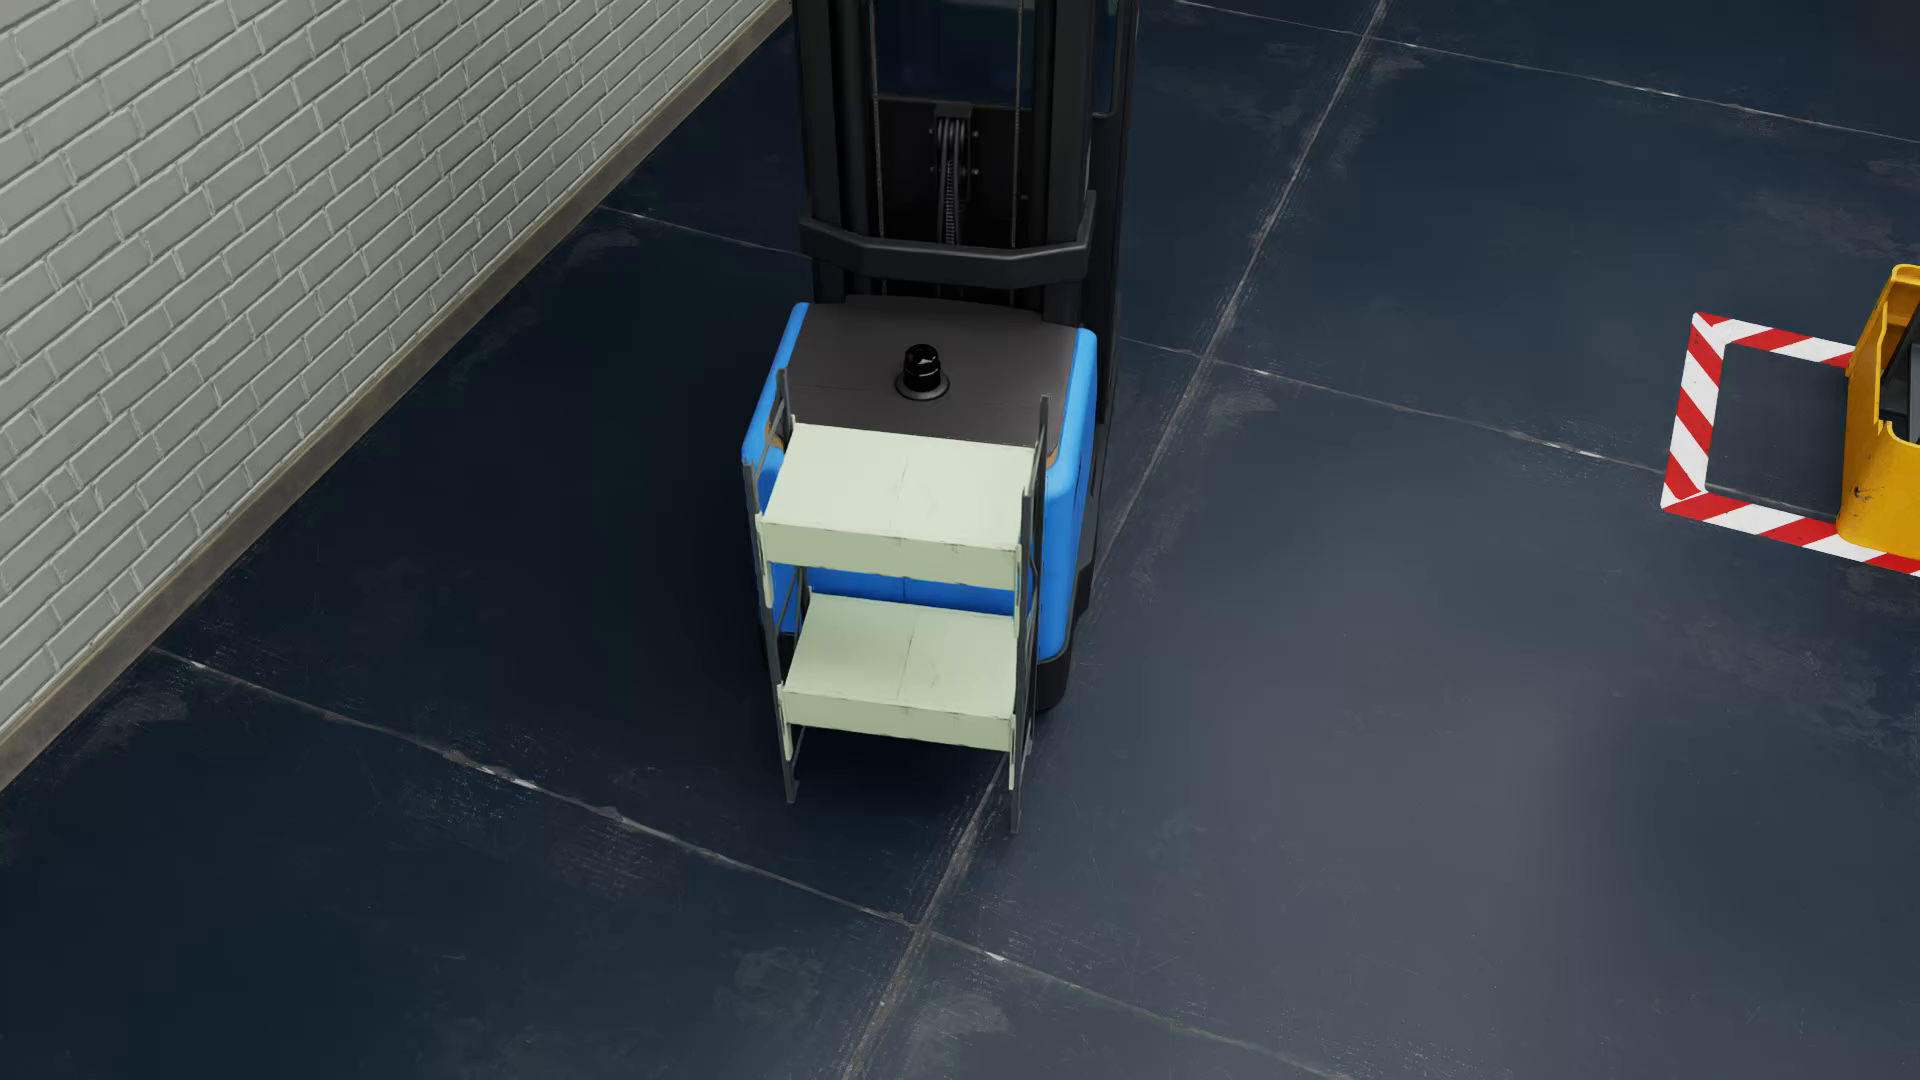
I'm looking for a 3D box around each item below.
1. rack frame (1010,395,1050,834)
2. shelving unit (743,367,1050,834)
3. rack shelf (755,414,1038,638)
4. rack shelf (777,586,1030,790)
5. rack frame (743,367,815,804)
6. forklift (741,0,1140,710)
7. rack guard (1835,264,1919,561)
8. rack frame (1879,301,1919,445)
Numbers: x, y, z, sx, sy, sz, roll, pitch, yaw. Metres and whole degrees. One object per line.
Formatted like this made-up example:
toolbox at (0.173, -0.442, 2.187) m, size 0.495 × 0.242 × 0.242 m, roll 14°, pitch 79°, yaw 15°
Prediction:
rack frame at (0.202, 0.272, 4.908) m, size 0.023 × 1.500 × 0.400 m, roll 7°, pitch 46°, yaw 7°
shelving unit at (-0.159, 0.230, 4.950) m, size 0.755 × 1.500 × 0.431 m, roll 7°, pitch 46°, yaw 7°
rack shelf at (-0.160, -0.042, 4.670) m, size 0.720 × 0.370 × 0.431 m, roll 7°, pitch 46°, yaw 7°
rack shelf at (-0.158, 0.458, 5.183) m, size 0.720 × 0.370 × 0.431 m, roll 7°, pitch 46°, yaw 7°
rack frame at (-0.520, 0.189, 4.992) m, size 0.023 × 1.500 × 0.400 m, roll 7°, pitch 46°, yaw 7°
forklift at (0.052, -1.518, 5.697) m, size 1.130 × 2.935 × 3.031 m, roll 6°, pitch 45°, yaw 6°
rack guard at (3.674, -0.513, 6.411) m, size 0.348 × 0.500 × 1.175 m, roll 16°, pitch 47°, yaw 16°
rack frame at (3.696, -1.393, 5.523) m, size 0.127 × 3.000 × 1.000 m, roll 16°, pitch 47°, yaw 16°
